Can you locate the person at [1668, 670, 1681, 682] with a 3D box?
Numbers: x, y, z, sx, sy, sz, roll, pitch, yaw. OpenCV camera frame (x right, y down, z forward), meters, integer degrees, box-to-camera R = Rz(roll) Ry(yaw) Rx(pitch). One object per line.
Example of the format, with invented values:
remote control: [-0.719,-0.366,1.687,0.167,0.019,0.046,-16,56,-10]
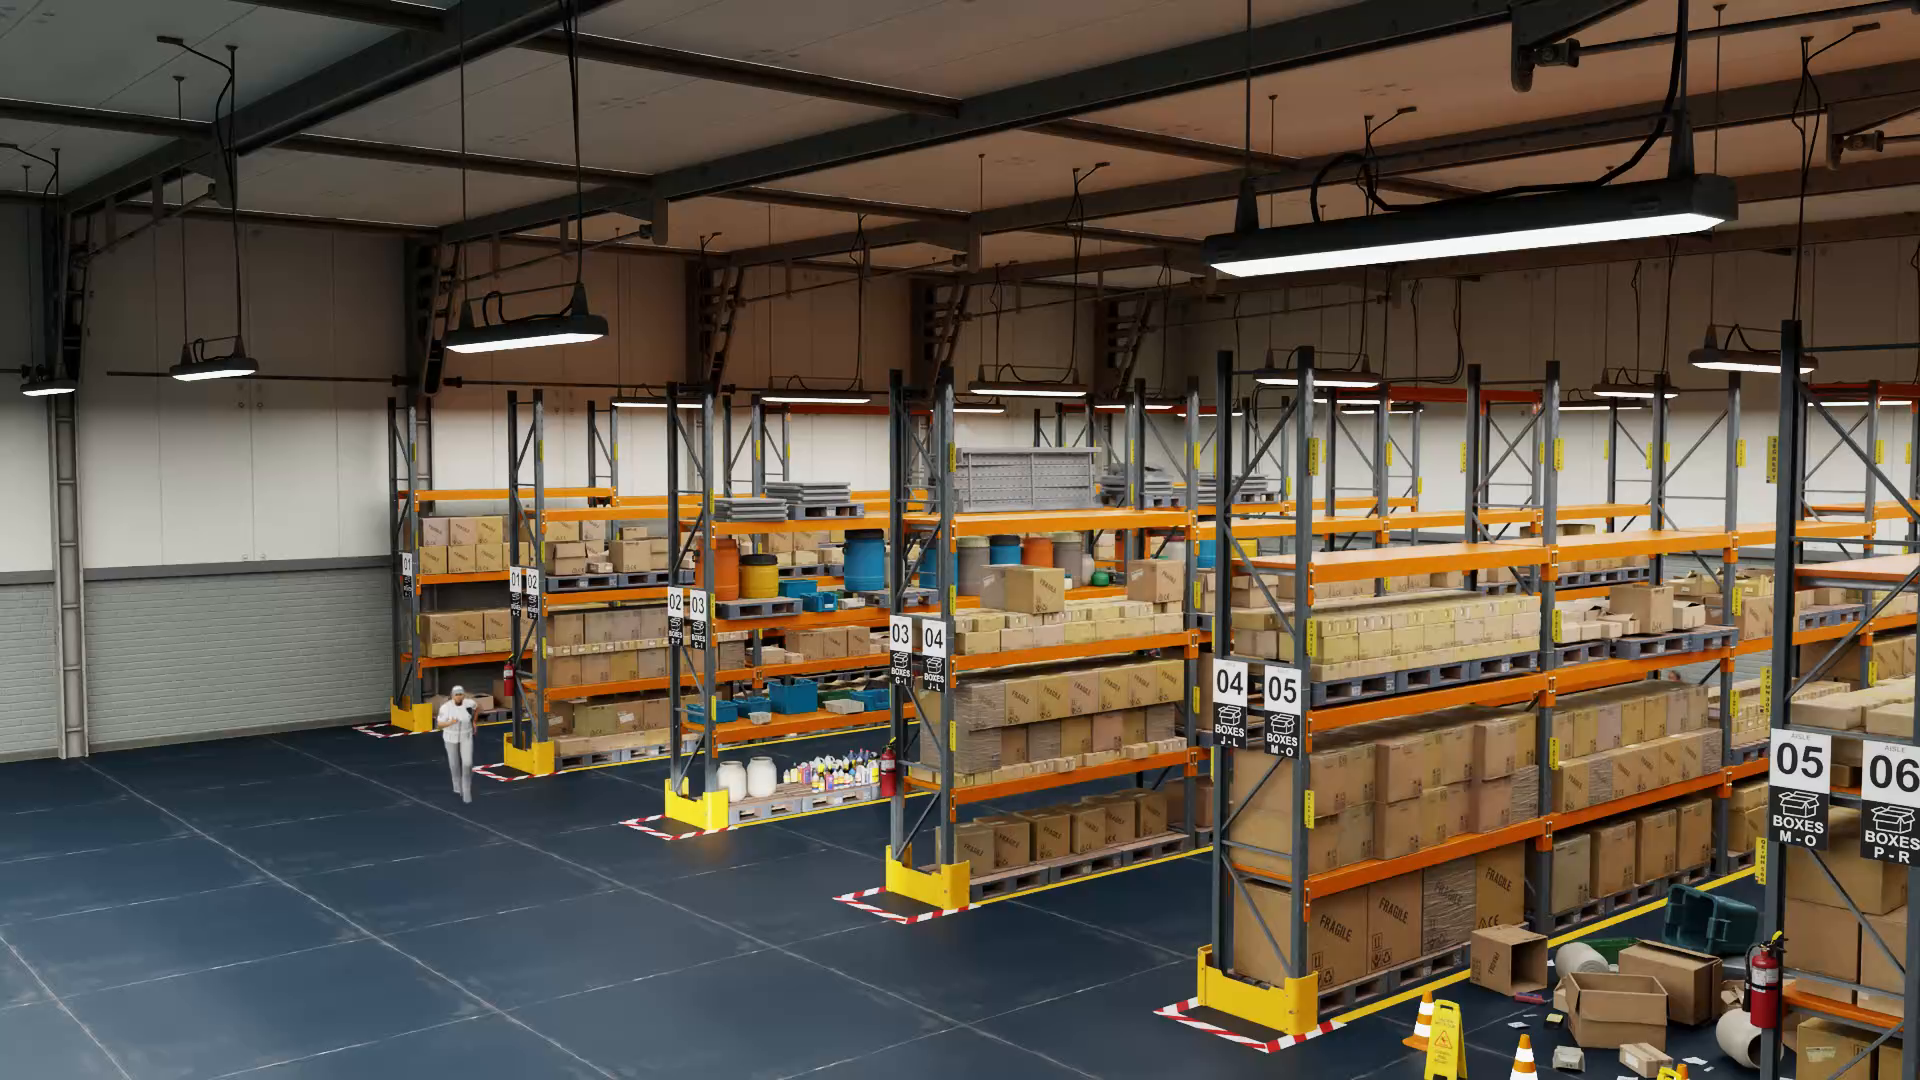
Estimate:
person: [11.090,2.838,25.820,0.797,1.655,0.602,-3,4,-37]

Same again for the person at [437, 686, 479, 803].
person: [-7.269,2.951,24.117,0.586,1.729,0.838,-1,3,-18]
